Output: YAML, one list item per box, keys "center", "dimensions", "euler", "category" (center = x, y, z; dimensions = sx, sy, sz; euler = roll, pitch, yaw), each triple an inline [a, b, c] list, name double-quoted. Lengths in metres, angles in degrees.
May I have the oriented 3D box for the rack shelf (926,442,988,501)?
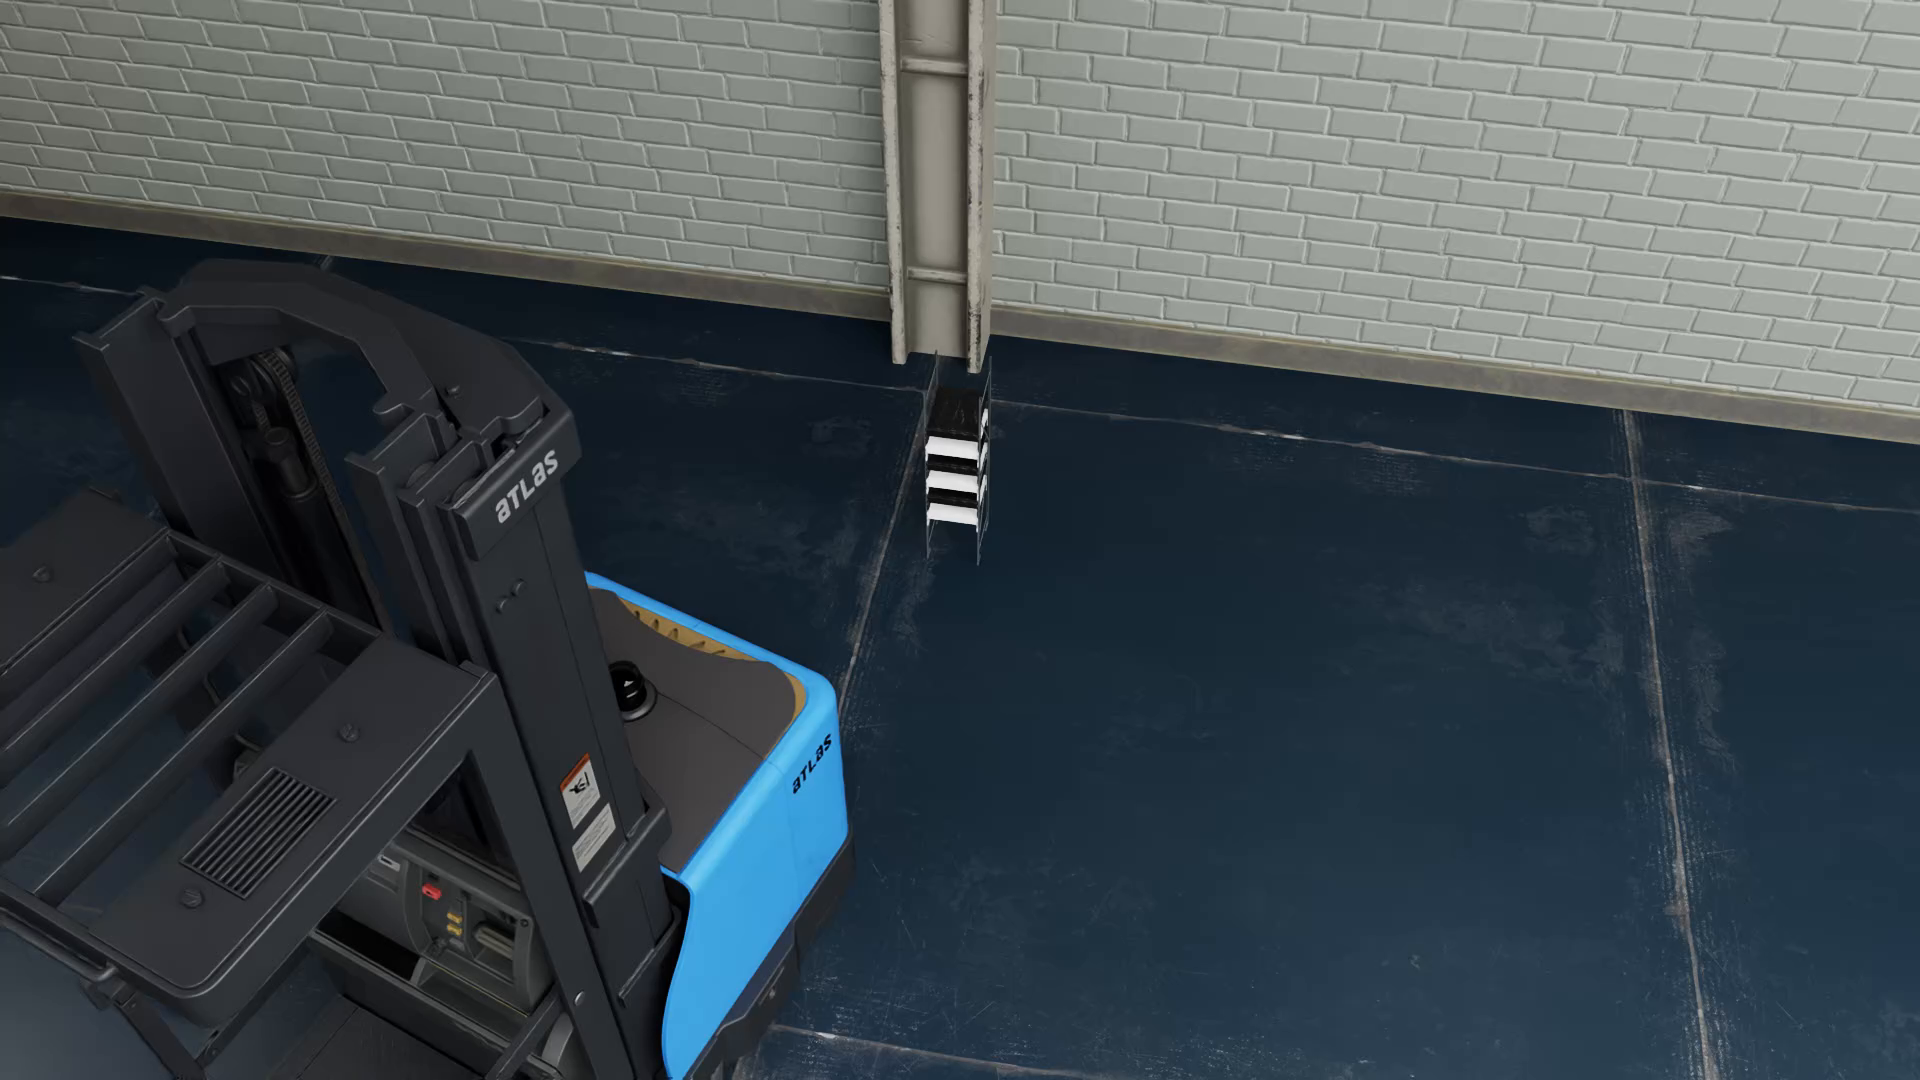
- center: [-0.008, -0.280, 6.413]
  dimensions: [0.200, 0.077, 0.258]
  euler: [8, 49, 7]
  category: "rack shelf"

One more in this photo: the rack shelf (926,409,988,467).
- center: [-0.008, -0.400, 6.279]
  dimensions: [0.200, 0.077, 0.258]
  euler: [8, 49, 7]
  category: "rack shelf"

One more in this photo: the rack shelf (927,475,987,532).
- center: [-0.008, -0.159, 6.547]
  dimensions: [0.200, 0.077, 0.258]
  euler: [8, 49, 7]
  category: "rack shelf"

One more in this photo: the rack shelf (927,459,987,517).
- center: [-0.008, -0.219, 6.480]
  dimensions: [0.200, 0.077, 0.258]
  euler: [8, 49, 7]
  category: "rack shelf"

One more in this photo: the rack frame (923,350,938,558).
- center: [-0.108, -0.315, 6.400]
  dimensions: [0.006, 0.900, 0.240]
  euler: [8, 49, 7]
  category: "rack frame"

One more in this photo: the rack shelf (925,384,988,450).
- center: [-0.008, -0.460, 6.212]
  dimensions: [0.200, 0.077, 0.258]
  euler: [8, 49, 7]
  category: "rack shelf"

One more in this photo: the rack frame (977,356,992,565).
- center: [0.092, -0.288, 6.376]
  dimensions: [0.006, 0.900, 0.240]
  euler: [8, 49, 7]
  category: "rack frame"

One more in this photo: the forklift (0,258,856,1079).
- center: [-1.498, 0.949, 3.899]
  dimensions: [1.130, 2.935, 3.031]
  euler: [22, 52, 19]
  category: "forklift"

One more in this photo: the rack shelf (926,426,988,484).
- center: [-0.008, -0.340, 6.346]
  dimensions: [0.200, 0.077, 0.258]
  euler: [8, 49, 7]
  category: "rack shelf"

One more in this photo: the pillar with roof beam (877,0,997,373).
- center: [-0.847, -0.735, 1.333]
  dimensions: [0.400, 9.000, 9.100]
  euler: [8, 49, 7]
  category: "pillar with roof beam"

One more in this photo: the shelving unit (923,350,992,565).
- center: [-0.008, -0.302, 6.388]
  dimensions: [0.210, 0.900, 0.258]
  euler: [8, 49, 7]
  category: "shelving unit"
